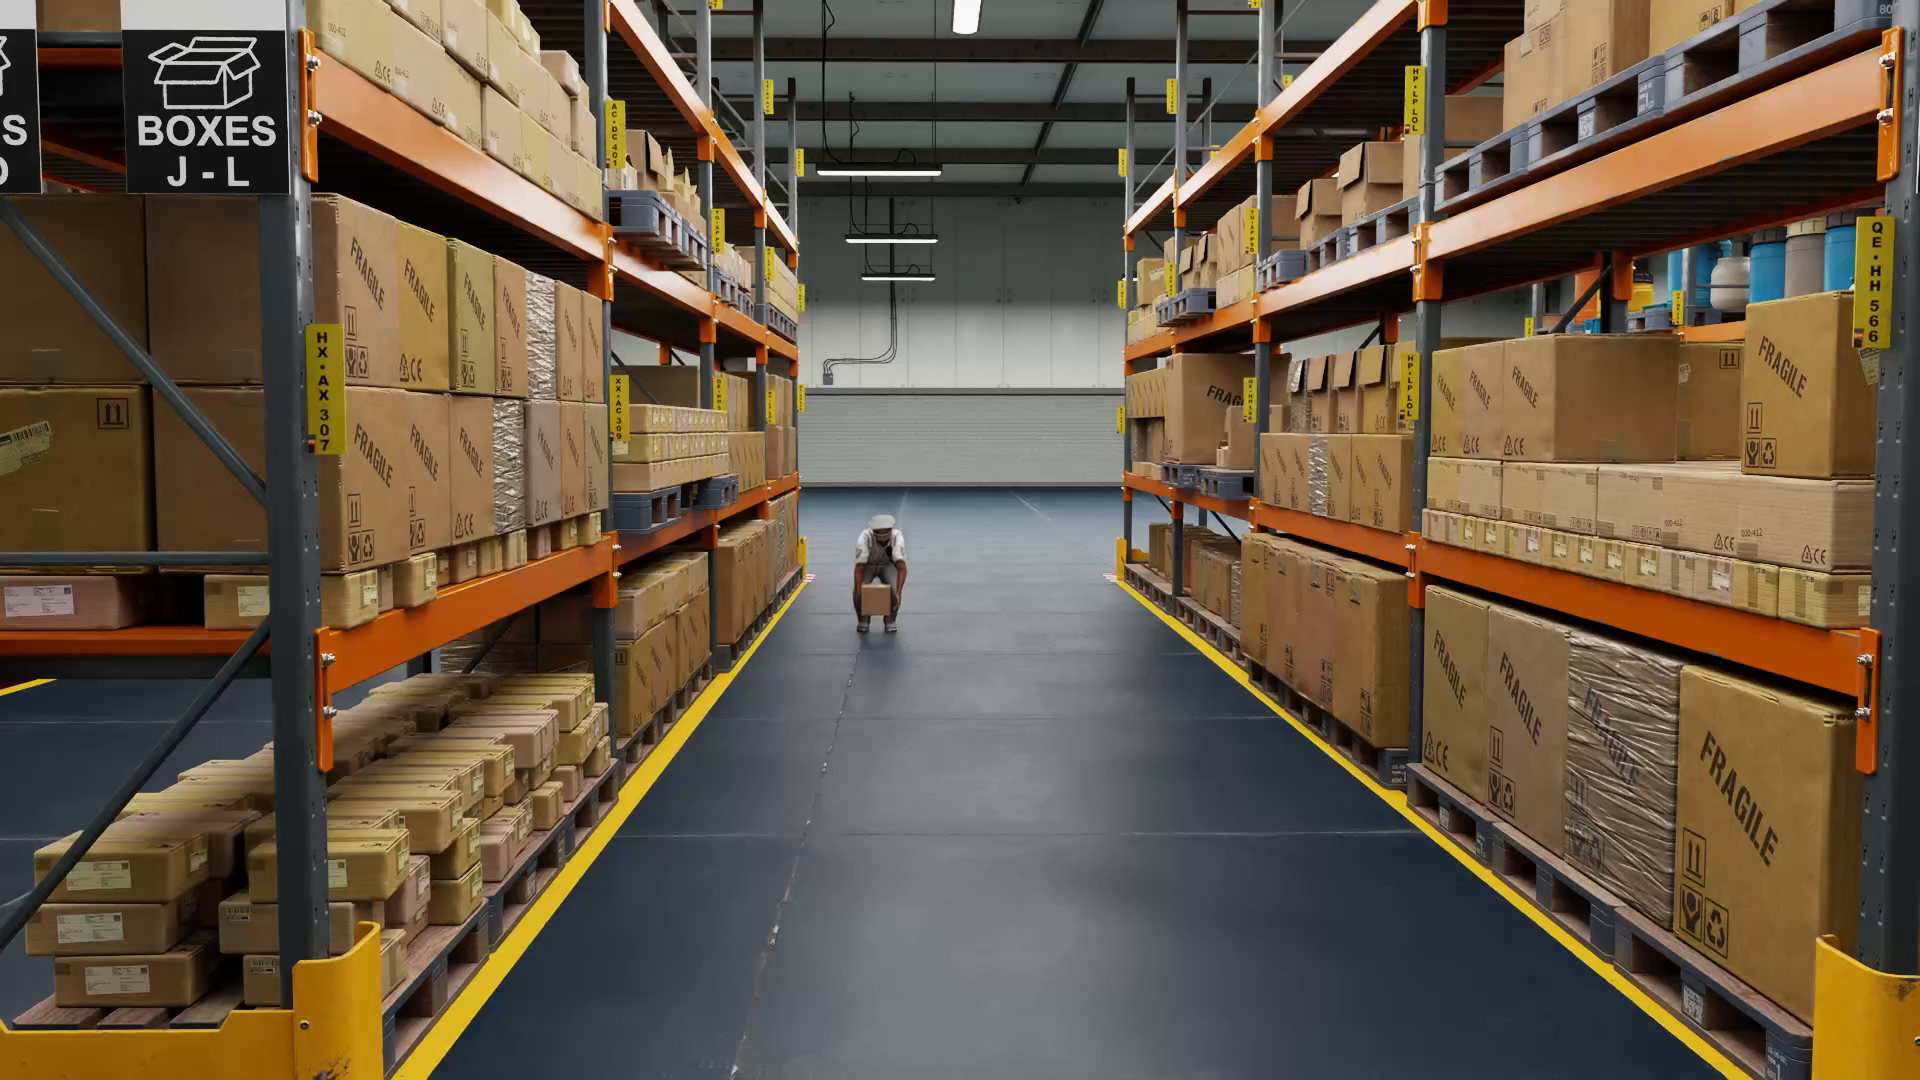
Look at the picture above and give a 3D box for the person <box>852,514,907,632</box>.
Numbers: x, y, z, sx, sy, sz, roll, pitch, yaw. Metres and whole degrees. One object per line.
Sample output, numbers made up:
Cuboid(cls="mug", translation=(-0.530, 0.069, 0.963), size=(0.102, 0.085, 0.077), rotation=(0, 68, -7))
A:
Cuboid(cls="person", translation=(-0.725, 0.295, 15.028), size=(0.492, 1.076, 0.826), rotation=(0, 4, -1))
